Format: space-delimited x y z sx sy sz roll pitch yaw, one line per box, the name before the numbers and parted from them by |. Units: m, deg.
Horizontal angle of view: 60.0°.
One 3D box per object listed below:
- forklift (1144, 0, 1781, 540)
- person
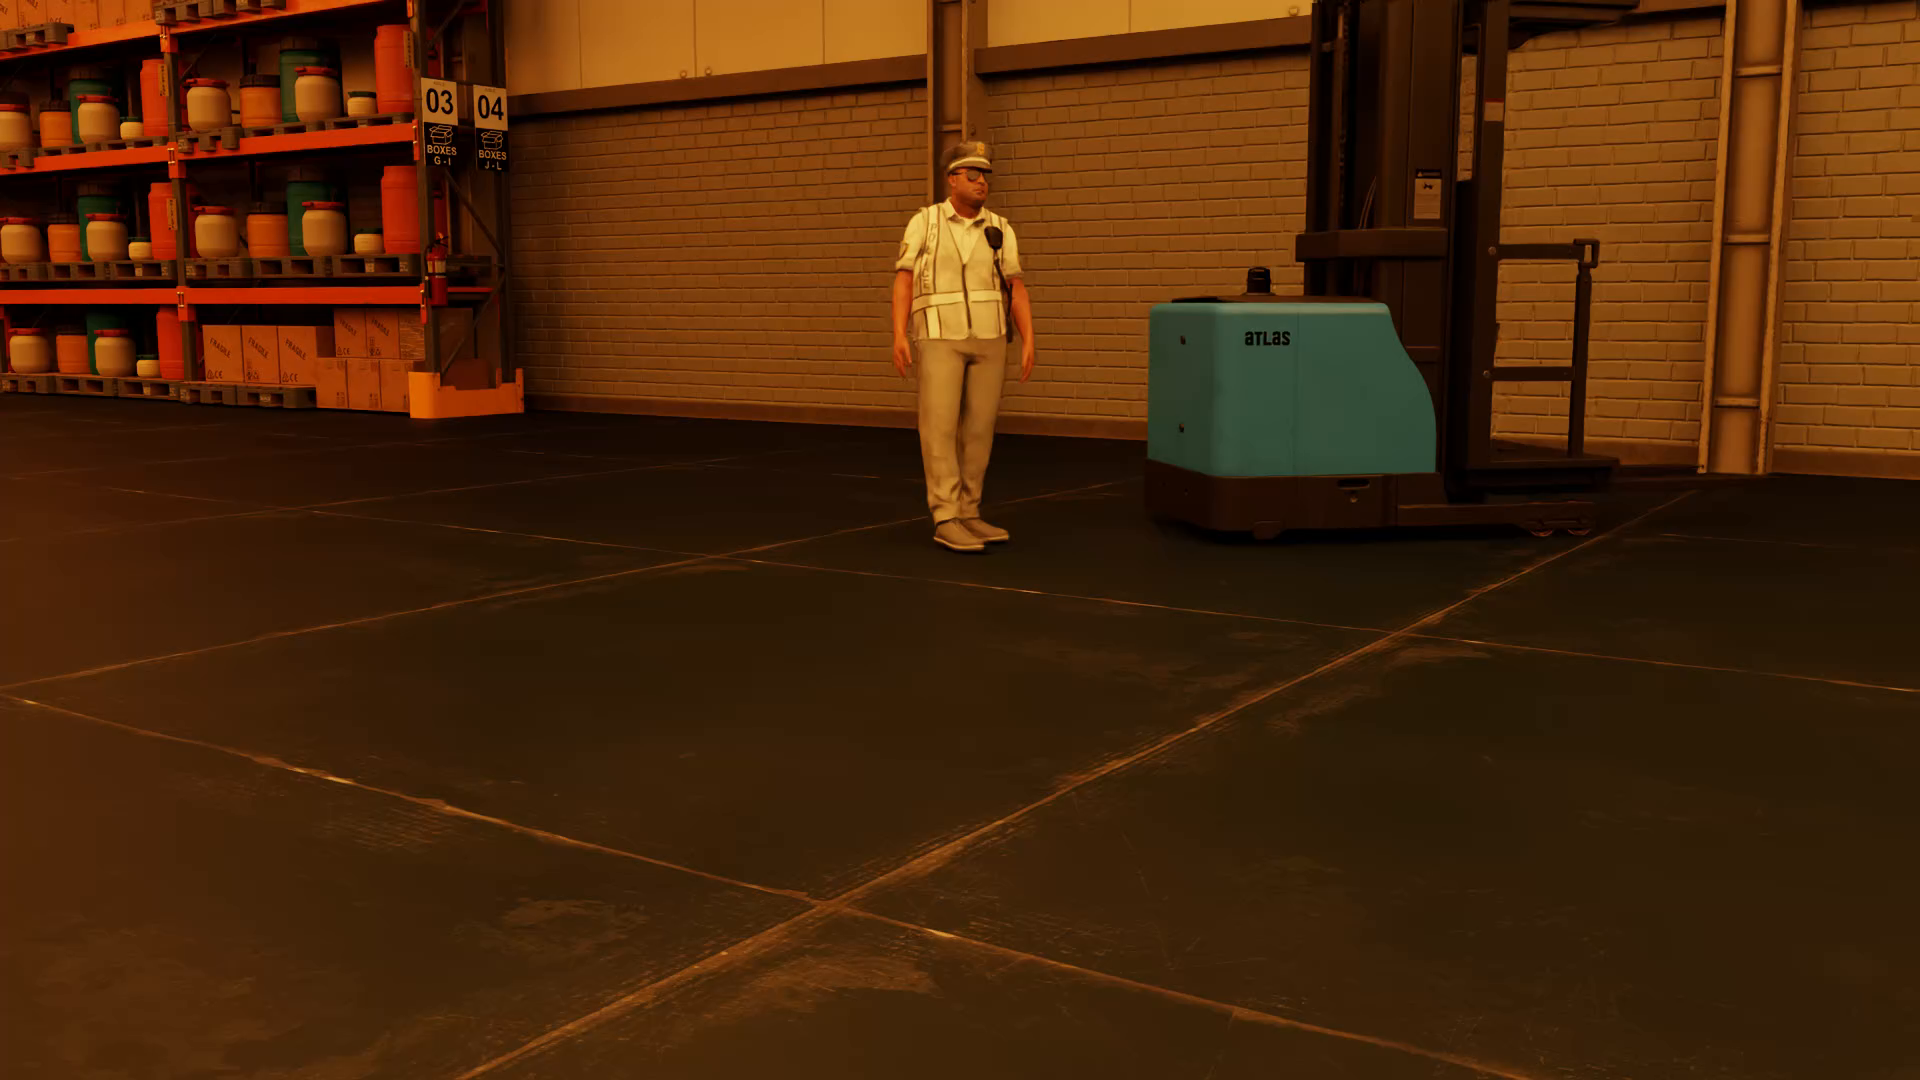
forklift | 2.486 -1.534 7.982 3.031 2.935 1.130 -2 8 -13
person | 0.042 -0.862 7.340 0.648 1.773 0.644 -2 8 -14
